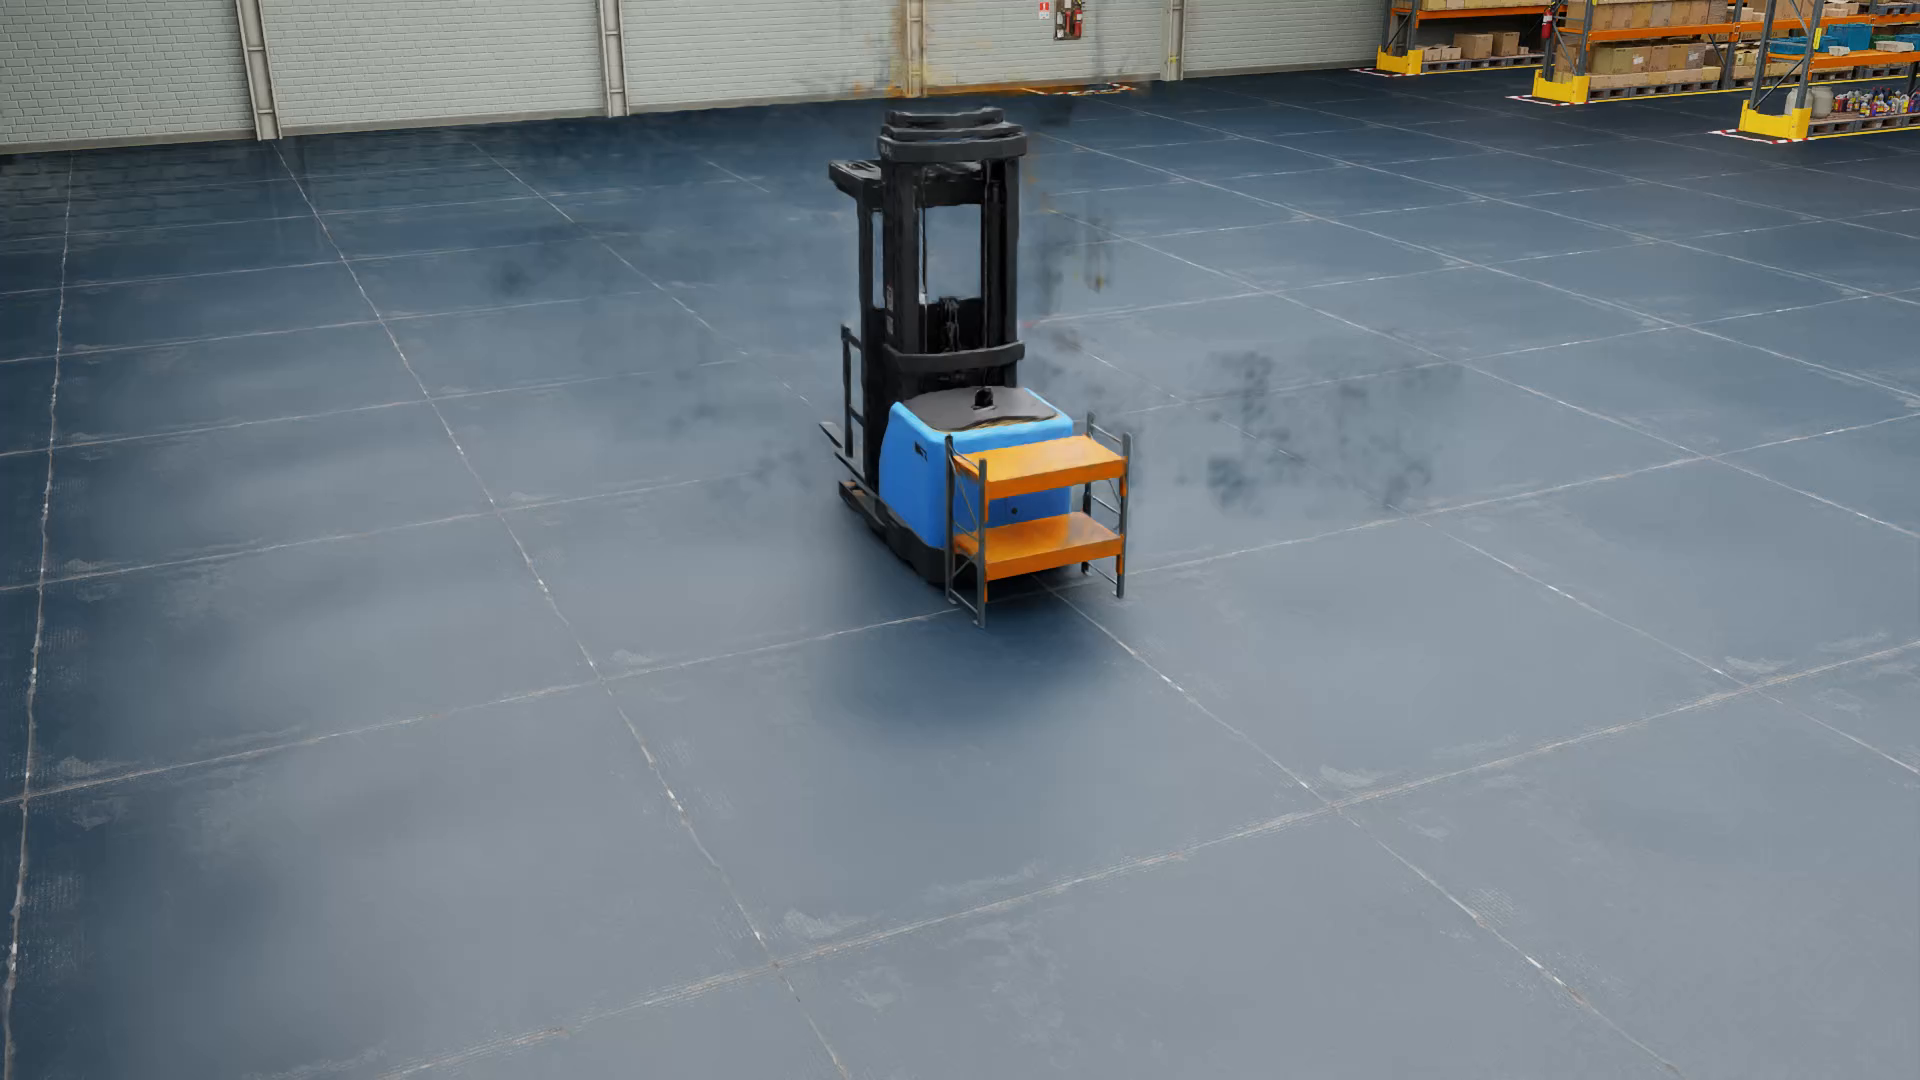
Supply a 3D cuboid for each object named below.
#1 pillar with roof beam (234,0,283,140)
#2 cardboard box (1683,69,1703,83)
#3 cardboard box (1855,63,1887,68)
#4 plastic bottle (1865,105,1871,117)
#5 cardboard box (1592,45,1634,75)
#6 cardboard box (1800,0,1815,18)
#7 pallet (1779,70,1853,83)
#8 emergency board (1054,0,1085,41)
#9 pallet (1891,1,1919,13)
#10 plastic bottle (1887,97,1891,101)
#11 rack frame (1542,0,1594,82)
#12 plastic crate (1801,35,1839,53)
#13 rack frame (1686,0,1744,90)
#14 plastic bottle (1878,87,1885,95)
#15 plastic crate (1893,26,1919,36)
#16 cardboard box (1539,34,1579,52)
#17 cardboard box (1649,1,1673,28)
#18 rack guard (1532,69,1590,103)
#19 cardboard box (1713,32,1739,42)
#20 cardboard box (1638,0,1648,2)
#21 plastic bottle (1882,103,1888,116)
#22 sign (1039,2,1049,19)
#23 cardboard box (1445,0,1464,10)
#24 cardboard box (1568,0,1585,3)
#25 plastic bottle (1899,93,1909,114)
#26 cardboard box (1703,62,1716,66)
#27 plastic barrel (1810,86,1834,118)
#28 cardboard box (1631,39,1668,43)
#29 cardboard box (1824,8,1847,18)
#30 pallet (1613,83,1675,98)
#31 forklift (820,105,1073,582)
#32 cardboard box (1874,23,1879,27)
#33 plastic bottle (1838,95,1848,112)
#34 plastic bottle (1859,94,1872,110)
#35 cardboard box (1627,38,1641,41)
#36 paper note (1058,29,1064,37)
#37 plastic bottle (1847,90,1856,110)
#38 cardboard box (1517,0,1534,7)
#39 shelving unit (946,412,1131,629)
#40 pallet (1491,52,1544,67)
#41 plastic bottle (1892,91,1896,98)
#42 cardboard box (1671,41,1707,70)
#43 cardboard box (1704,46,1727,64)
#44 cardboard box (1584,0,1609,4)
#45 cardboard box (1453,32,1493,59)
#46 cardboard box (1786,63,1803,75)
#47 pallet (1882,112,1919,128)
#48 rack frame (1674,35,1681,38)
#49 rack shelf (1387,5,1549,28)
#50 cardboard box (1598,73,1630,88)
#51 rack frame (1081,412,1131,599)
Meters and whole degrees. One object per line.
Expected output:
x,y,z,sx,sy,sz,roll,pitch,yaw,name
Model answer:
-9.855,-9.493,22.918,0.400,9.000,9.100,-10,25,-24,pillar with roof beam
14.626,-9.420,33.632,0.500,0.250,0.500,-10,25,-24,cardboard box
19.542,-10.417,35.688,0.500,0.500,0.500,-9,24,-21,cardboard box
15.807,-7.478,28.978,0.097,0.201,0.097,0,22,0,plastic bottle
12.829,-9.431,32.677,0.500,0.500,0.500,-10,25,-24,cardboard box
17.503,-11.154,34.644,0.500,0.500,0.500,-12,25,-26,cardboard box
18.250,-9.981,35.585,1.213,0.211,1.003,-10,25,-24,pallet
2.254,-10.794,33.904,0.643,1.169,0.194,-10,25,-24,emergency board
20.759,-11.628,36.169,1.213,0.211,1.003,-10,25,-24,pallet
16.435,-7.689,29.379,0.133,0.283,0.061,-10,25,-24,plastic bottle
11.800,-10.065,32.143,0.127,3.000,1.000,-10,25,-24,rack frame
14.854,-8.581,28.752,0.408,0.251,0.499,-10,25,-24,plastic crate
15.404,-10.729,33.746,0.127,3.000,1.000,-10,25,-24,rack frame
16.642,-8.009,30.065,0.185,0.351,0.144,-10,24,-22,plastic bottle
17.022,-8.949,29.529,0.504,0.338,0.767,-10,25,-24,plastic crate
13.908,-11.611,38.572,0.500,0.500,0.700,-10,24,-22,cardboard box
13.620,-10.442,32.923,0.500,0.500,0.700,-10,24,-22,cardboard box
11.778,-8.906,32.612,0.348,0.500,1.175,-10,25,-24,rack guard
18.368,-12.519,40.334,0.750,0.750,0.750,-11,25,-24,cardboard box
13.176,-10.574,32.393,0.250,0.149,0.380,-11,25,-25,cardboard box
16.202,-7.551,29.153,0.097,0.201,0.097,0,22,0,plastic bottle
1.711,-10.754,33.761,0.234,0.329,0.001,-10,25,-24,sign
10.687,-11.774,36.442,0.500,0.250,0.500,-11,25,-25,cardboard box
12.061,-10.540,32.312,0.250,0.149,0.380,-11,25,-25,cardboard box
16.630,-7.709,29.339,0.185,0.351,0.144,-11,25,-24,plastic bottle
15.652,-9.821,34.599,0.500,0.250,0.500,-11,25,-24,cardboard box
14.956,-7.621,28.942,0.421,0.512,0.421,0,22,0,plastic barrel
13.949,-9.864,33.723,0.500,0.500,0.500,-10,25,-24,cardboard box
18.318,-11.032,34.807,0.250,0.149,0.380,-10,25,-24,cardboard box
13.568,-9.119,33.503,1.213,0.211,1.003,-10,25,-24,pallet
-0.259,-1.609,11.805,1.130,2.935,3.031,-9,24,-20,forklift
23.027,-13.231,42.511,0.500,0.500,0.700,-11,25,-24,cardboard box
15.695,-7.757,29.544,0.133,0.283,0.061,-10,25,-24,plastic bottle
16.175,-7.826,29.721,0.135,0.276,0.152,-10,25,-24,plastic bottle
15.716,-11.964,39.424,0.500,0.500,0.700,-10,25,-24,cardboard box
2.065,-10.381,34.059,0.142,0.148,0.016,-10,25,-24,paper note
15.921,-7.877,29.745,0.185,0.351,0.144,-9,24,-21,plastic bottle
12.504,-12.112,37.259,0.500,0.250,0.500,-10,25,-23,cardboard box
0.489,-0.139,10.607,1.048,1.125,0.538,-11,25,-24,shelving unit
12.662,-11.023,38.104,1.213,0.211,1.003,-10,25,-24,pallet
16.839,-7.968,30.053,0.133,0.283,0.061,-10,25,-24,plastic bottle
14.625,-9.768,33.490,0.500,0.500,0.500,-10,25,-24,cardboard box
15.645,-10.077,34.486,0.500,0.311,0.500,-10,25,-24,cardboard box
12.247,-10.402,31.978,0.250,0.149,0.380,-11,25,-24,cardboard box
11.507,-11.103,37.343,0.500,0.500,0.700,-12,25,-27,cardboard box
17.260,-9.889,34.764,0.500,0.250,0.500,-10,24,-23,cardboard box
16.926,-7.635,29.920,1.213,0.211,1.003,-10,25,-24,pallet
16.856,-13.099,39.472,0.127,3.000,1.000,-10,25,-24,rack frame
11.450,-11.771,37.205,4.000,0.370,1.077,-10,25,-24,rack shelf
12.828,-9.085,32.822,0.500,0.250,0.500,-10,25,-24,cardboard box
0.945,-0.225,10.815,0.032,1.125,0.500,-11,25,-24,rack frame
